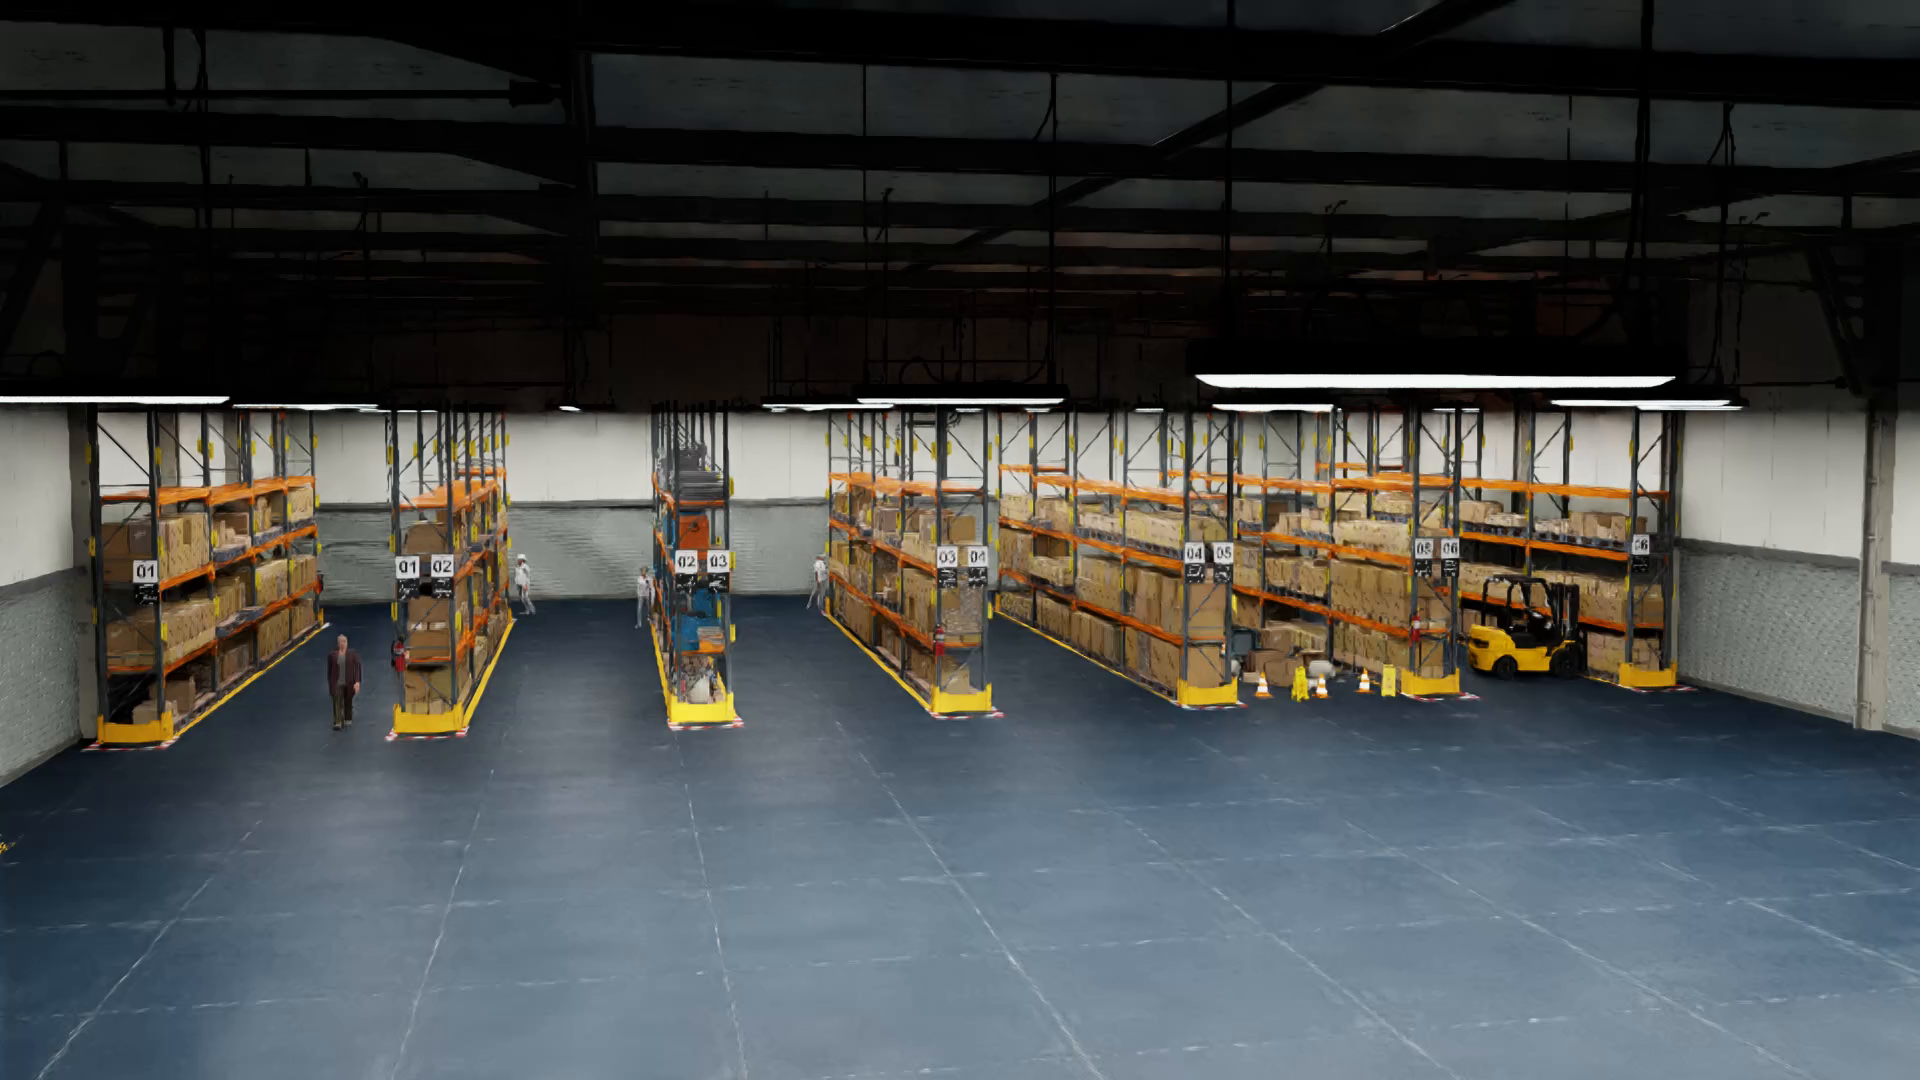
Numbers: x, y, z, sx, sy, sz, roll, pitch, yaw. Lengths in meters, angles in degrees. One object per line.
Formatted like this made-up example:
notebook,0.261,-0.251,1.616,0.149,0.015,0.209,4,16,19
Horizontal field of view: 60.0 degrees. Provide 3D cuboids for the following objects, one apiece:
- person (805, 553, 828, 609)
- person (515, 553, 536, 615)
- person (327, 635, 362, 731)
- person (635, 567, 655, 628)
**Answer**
person,-4.239,1.202,49.079,0.487,1.667,0.675,3,5,32
person,-12.384,1.264,47.340,0.441,1.763,0.682,-4,6,-44
person,-11.172,2.572,30.148,0.587,1.710,1.123,-1,5,-18
person,-8.460,1.520,44.834,0.507,1.636,0.901,0,4,5
